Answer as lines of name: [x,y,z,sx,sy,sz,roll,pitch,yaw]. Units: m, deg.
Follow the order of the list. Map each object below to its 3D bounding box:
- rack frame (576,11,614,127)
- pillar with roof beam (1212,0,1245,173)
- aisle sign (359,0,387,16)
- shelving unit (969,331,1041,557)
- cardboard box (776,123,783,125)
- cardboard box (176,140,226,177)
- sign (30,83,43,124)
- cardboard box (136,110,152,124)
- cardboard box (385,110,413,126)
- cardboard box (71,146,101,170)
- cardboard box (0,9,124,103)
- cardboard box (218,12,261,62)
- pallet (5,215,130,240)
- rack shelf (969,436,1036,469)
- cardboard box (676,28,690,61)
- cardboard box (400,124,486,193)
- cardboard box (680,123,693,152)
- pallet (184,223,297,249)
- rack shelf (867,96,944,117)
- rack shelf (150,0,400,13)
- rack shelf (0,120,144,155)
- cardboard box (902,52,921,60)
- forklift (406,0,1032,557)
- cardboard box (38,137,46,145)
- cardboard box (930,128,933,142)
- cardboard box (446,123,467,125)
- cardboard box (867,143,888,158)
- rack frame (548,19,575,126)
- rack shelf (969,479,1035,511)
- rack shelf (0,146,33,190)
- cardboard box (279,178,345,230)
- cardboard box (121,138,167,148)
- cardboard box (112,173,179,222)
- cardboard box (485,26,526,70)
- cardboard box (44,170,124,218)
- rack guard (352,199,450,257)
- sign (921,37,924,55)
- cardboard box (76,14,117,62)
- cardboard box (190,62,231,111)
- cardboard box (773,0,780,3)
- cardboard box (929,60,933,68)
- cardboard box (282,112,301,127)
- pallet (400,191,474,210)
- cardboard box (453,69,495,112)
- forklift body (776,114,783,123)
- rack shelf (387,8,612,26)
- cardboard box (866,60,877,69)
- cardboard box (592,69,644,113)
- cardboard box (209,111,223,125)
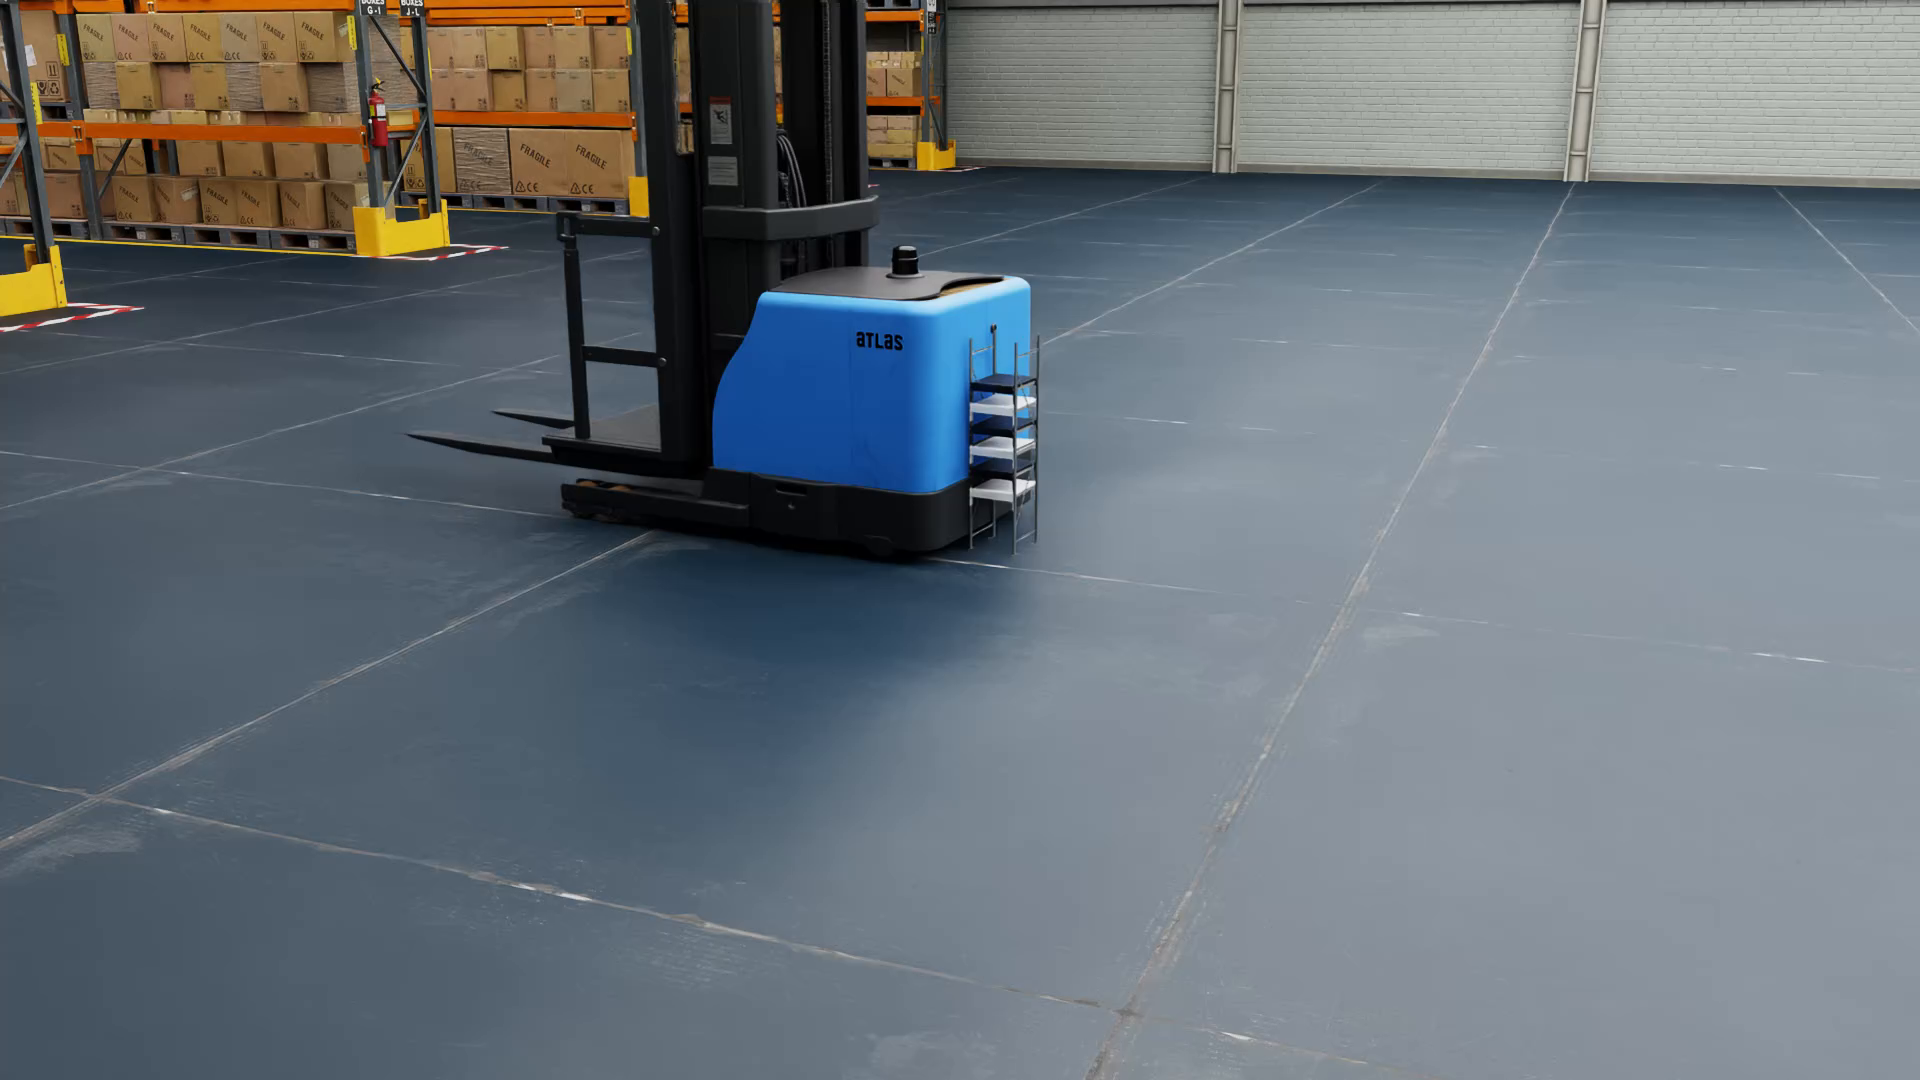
rack frame: [-6.005,-7.539,27.761,0.127,3.000,1.000,6,17,21]
pillar with roof beam: [3.219,-9.873,25.041,0.400,9.000,9.100,6,17,21]
aisle sign: [-5.973,-5.723,16.846,0.004,0.787,0.394,6,17,21]
shelving unit: [0.185,-0.403,6.948,0.210,0.900,0.258,8,18,26]
cardboard box: [-2.955,-6.527,27.111,0.500,0.500,0.500,6,17,19]
cardboard box: [-10.915,-5.689,24.672,0.750,0.750,1.050,6,17,20]
sign: [-7.532,-3.550,13.524,0.005,0.325,0.100,6,17,21]
cardboard box: [-8.845,-4.677,18.355,0.250,0.149,0.380,6,17,21]
cardboard box: [-6.098,-4.530,17.846,0.250,0.149,0.380,6,17,21]
cardboard box: [-13.136,-5.758,25.359,0.500,0.500,0.500,5,17,18]
cardboard box: [-10.329,-5.576,19.170,1.000,1.000,1.000,6,17,21]
cardboard box: [-7.454,-5.324,17.626,0.500,0.500,0.500,6,17,21]
pallet: [-10.366,-3.708,19.569,1.213,0.211,1.003,6,17,21]
rack shelf: [0.185,-0.371,6.957,0.200,0.077,0.258,8,18,26]
cardboard box: [-4.233,-7.962,26.714,0.500,0.500,0.700,6,17,20]
cardboard box: [-7.168,-5.343,23.256,0.875,0.875,0.875,7,17,21]
cardboard box: [-4.571,-6.544,27.169,0.500,0.500,0.500,7,18,24]
pallet: [-7.865,-3.445,18.663,1.213,0.211,1.003,6,17,21]
rack shelf: [-2.327,-8.276,31.592,4.000,0.370,1.077,6,17,21]
rack shelf: [-9.588,-7.544,23.690,4.000,0.370,1.077,6,17,21]
rack shelf: [-11.502,-4.827,19.712,4.000,0.370,1.077,6,17,21]
cardboard box: [-0.877,-8.901,30.579,0.250,0.149,0.380,6,17,21]
forklift: [-1.226,-1.604,7.443,3.031,2.935,1.130,8,18,26]
cardboard box: [-14.083,-6.226,25.625,0.500,0.250,0.500,7,18,22]
cardboard box: [-0.828,-7.640,31.393,0.500,0.250,0.500,7,17,22]
cardboard box: [-10.300,-8.434,34.575,0.500,0.500,0.500,6,17,19]
cardboard box: [-1.479,-7.318,31.179,0.500,0.250,0.500,6,17,21]
rack frame: [-7.908,-9.235,33.606,0.127,3.000,1.000,6,17,21]
rack shelf: [0.185,-0.198,7.007,0.200,0.077,0.258,8,18,26]
rack shelf: [-9.598,-3.134,13.878,4.000,0.370,1.077,6,17,21]
cardboard box: [-7.064,-3.681,18.203,0.500,0.500,0.500,12,20,35]
cardboard box: [-12.181,-6.017,24.905,0.500,0.250,0.500,6,17,19]
cardboard box: [-9.284,-3.918,19.021,0.500,0.500,0.500,6,17,19]
cardboard box: [-5.895,-6.619,22.388,0.500,0.550,0.875,6,17,21]
cardboard box: [-10.205,-4.048,19.430,0.500,0.500,0.700,5,17,16]
rack guard: [-5.991,-3.367,17.873,0.348,0.500,1.175,6,17,21]
sign: [-0.678,-8.948,30.113,0.005,0.325,0.100,6,17,21]
cardboard box: [-9.316,-5.527,18.327,0.500,0.500,0.500,6,17,21]
cardboard box: [-7.841,-4.950,18.131,0.500,0.500,0.875,6,17,21]
cardboard box: [-2.719,-8.413,25.844,0.250,0.149,0.380,6,17,21]
cardboard box: [-0.687,-8.879,31.034,0.250,0.149,0.380,6,17,19]
cardboard box: [-6.972,-4.482,17.682,0.250,0.149,0.380,6,17,21]
pallet: [-7.049,-4.807,23.354,1.213,0.211,1.003,6,17,21]
cardboard box: [-6.401,-6.146,22.694,0.550,0.550,0.875,6,17,21]
forklift body: [-2.900,-7.730,29.944,1.214,2.155,2.313,6,17,21]
rack shelf: [-7.866,-8.838,28.148,4.000,0.370,1.077,6,17,21]
cardboard box: [-1.586,-8.829,30.862,0.250,0.149,0.380,6,17,20]
cardboard box: [-4.368,-5.933,21.963,0.550,0.550,0.875,6,17,21]
cardboard box: [-7.902,-4.584,18.034,0.250,0.149,0.380,6,17,21]
